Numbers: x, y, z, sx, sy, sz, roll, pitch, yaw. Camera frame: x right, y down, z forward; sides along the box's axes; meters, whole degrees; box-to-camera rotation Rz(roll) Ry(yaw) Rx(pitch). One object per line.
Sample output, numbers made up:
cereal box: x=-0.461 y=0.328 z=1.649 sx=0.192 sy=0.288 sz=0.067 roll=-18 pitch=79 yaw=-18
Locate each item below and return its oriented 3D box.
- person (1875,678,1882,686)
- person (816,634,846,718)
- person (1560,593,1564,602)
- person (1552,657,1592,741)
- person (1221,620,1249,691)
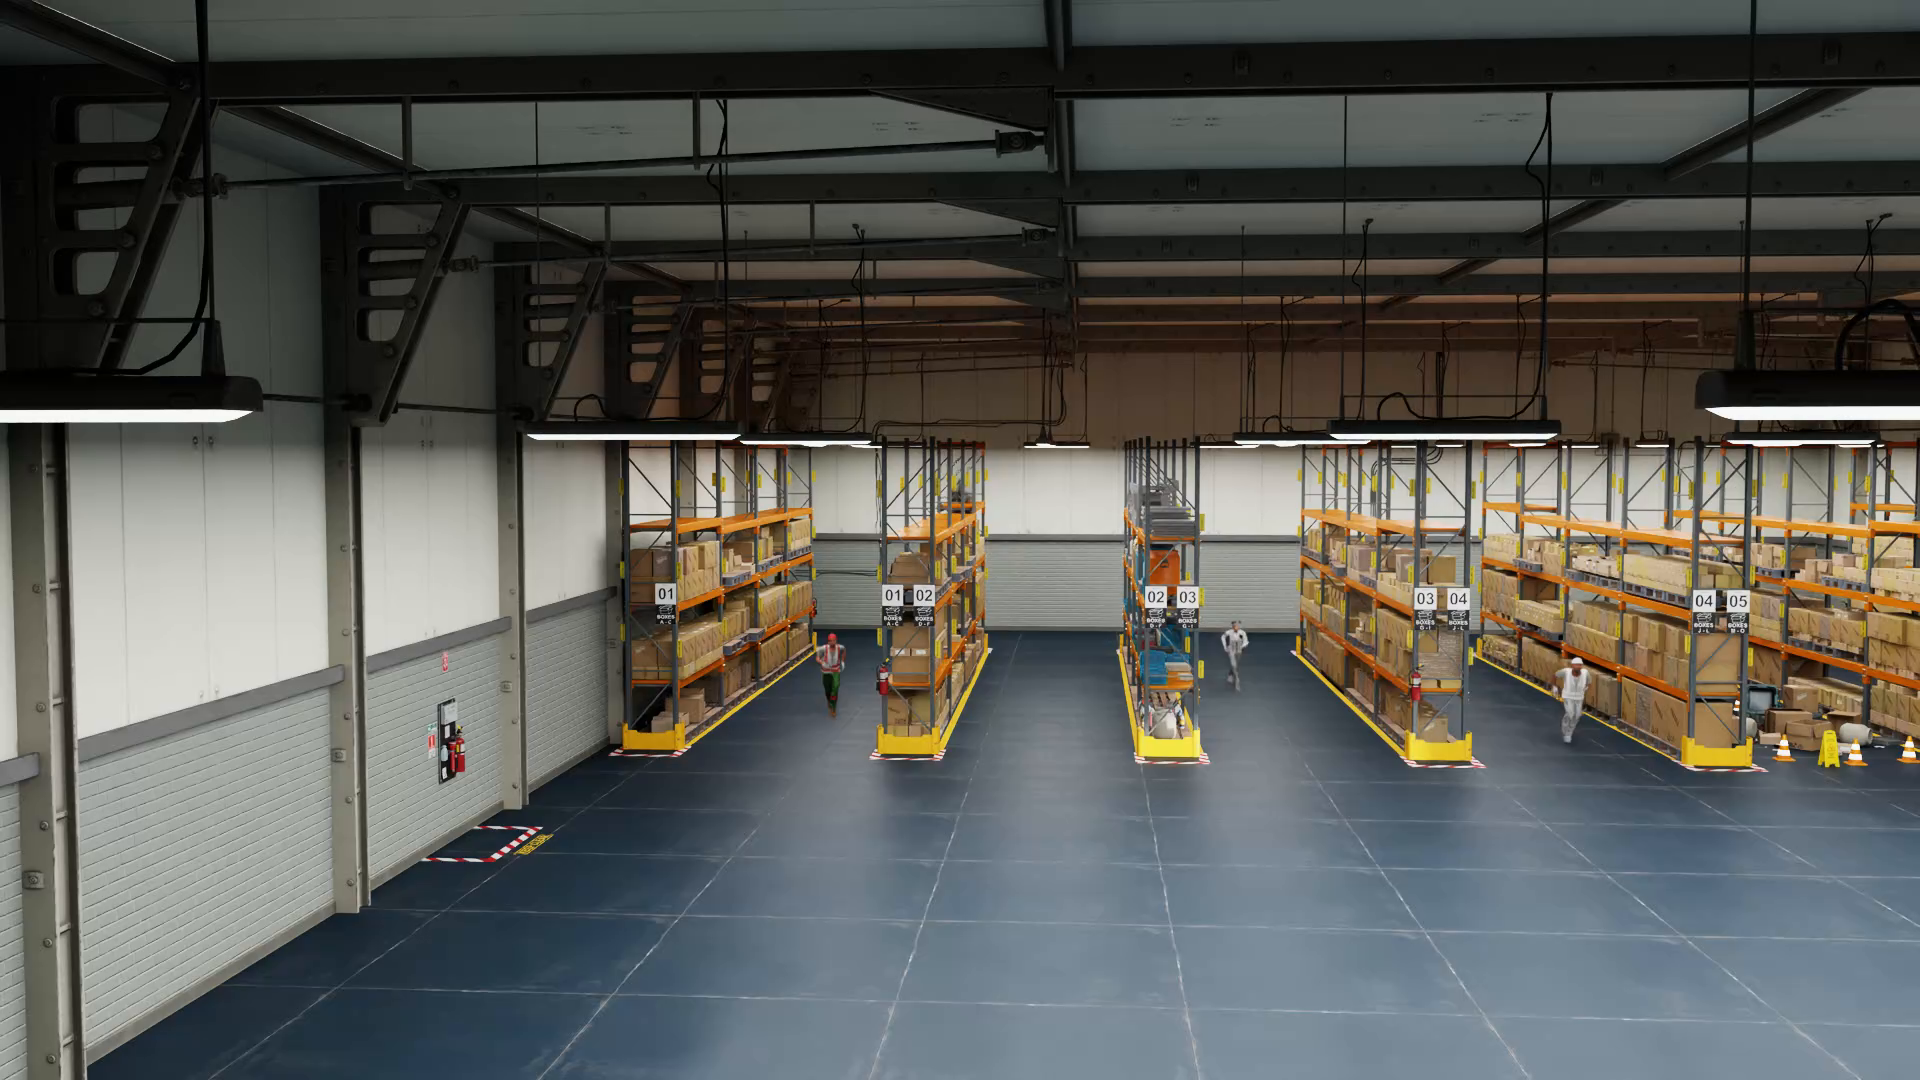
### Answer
person: x=21.106 y=2.883 z=37.857 sx=0.616 sy=1.743 sz=0.751 roll=0 pitch=3 yaw=4
person: x=-2.813 y=2.907 z=36.217 sx=0.658 sy=1.777 sz=1.126 roll=0 pitch=3 yaw=-6
person: x=17.138 y=2.326 z=47.323 sx=0.627 sy=1.741 sz=0.656 roll=0 pitch=3 yaw=-5
person: x=12.015 y=3.130 z=32.560 sx=0.667 sy=1.698 sz=0.733 roll=0 pitch=3 yaw=-1
person: x=6.624 y=2.750 z=40.176 sx=0.593 sy=1.686 sz=1.032 roll=0 pitch=3 yaw=-8
